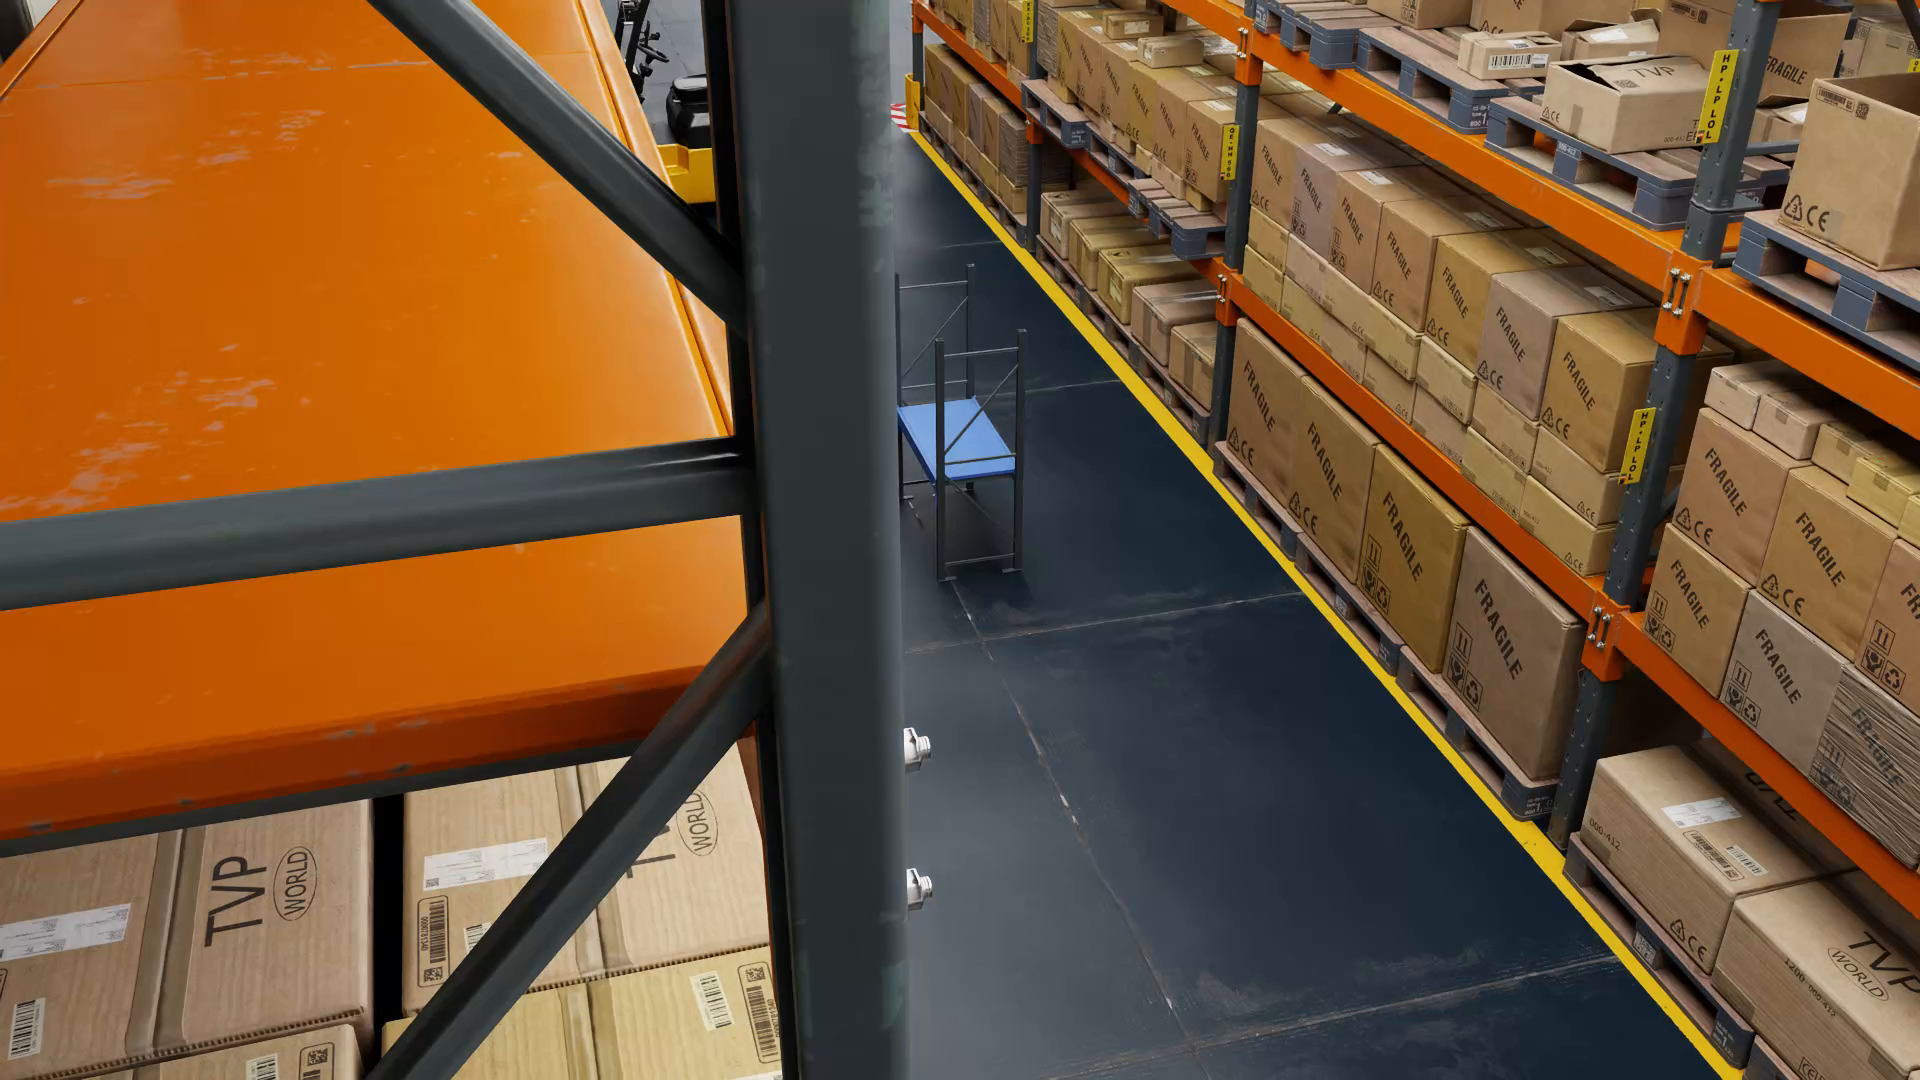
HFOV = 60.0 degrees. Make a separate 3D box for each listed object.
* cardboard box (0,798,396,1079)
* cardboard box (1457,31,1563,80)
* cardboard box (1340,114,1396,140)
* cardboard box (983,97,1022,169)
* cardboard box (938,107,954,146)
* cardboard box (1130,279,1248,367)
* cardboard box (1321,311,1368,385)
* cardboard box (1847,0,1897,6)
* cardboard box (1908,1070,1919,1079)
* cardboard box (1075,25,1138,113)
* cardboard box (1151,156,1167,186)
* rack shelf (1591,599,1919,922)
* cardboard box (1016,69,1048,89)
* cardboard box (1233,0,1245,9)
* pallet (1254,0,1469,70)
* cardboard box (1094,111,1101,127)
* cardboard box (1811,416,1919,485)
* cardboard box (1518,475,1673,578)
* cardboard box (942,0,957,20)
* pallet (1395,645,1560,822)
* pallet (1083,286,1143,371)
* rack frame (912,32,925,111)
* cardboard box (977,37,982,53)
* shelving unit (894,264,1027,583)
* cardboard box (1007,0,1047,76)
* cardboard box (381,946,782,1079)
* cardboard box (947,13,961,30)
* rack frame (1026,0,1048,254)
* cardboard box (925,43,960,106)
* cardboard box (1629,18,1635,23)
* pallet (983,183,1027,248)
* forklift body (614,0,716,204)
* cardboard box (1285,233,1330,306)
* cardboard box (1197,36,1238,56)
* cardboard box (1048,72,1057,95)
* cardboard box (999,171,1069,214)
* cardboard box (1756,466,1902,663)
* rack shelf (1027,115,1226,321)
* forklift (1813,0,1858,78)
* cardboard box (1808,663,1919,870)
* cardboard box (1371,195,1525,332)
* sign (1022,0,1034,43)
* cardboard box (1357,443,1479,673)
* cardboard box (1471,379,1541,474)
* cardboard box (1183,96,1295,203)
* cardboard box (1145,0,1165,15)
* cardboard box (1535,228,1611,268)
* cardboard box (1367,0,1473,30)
[{"bbox_3d":[-1.059,0.609,2.295,0.500,0.250,0.500,-9,31,-15],"label":"cardboard box"},{"bbox_3d":[2.542,-2.250,7.694,0.380,0.166,0.250,-5,30,-9],"label":"cardboard box"},{"bbox_3d":[2.516,-2.171,9.639,0.500,0.500,0.500,-9,31,-15],"label":"cardboard box"},{"bbox_3d":[0.512,-3.653,14.876,0.500,0.500,0.500,-7,31,-12],"label":"cardboard box"},{"bbox_3d":[0.079,-4.091,16.381,0.500,0.250,0.500,-7,31,-11],"label":"cardboard box"},{"bbox_3d":[1.783,-1.584,11.927,0.950,0.372,0.625,-8,31,-14],"label":"cardboard box"},{"bbox_3d":[2.301,-1.075,8.994,0.500,0.250,0.500,-7,31,-12],"label":"cardboard box"},{"bbox_3d":[6.489,-3.802,12.458,0.700,0.500,0.500,-8,31,-14],"label":"cardboard box"},{"bbox_3d":[3.727,2.135,5.437,0.875,0.438,0.875,-7,31,-12],"label":"cardboard box"},{"bbox_3d":[1.164,-3.448,12.128,0.500,0.500,0.500,-8,31,-14],"label":"cardboard box"},{"bbox_3d":[1.503,-2.468,11.082,0.380,0.149,0.250,-9,31,-16],"label":"cardboard box"},{"bbox_3d":[3.719,1.300,5.460,1.077,0.370,4.000,-8,31,-13],"label":"rack shelf"},{"bbox_3d":[0.686,-3.848,13.885,0.380,0.149,0.250,-8,31,-14],"label":"cardboard box"},{"bbox_3d":[1.840,-3.223,9.812,0.380,0.149,0.250,-8,31,-13],"label":"cardboard box"},{"bbox_3d":[2.349,-2.822,9.057,1.213,0.211,1.003,-6,31,-11],"label":"pallet"},{"bbox_3d":[1.205,-3.108,12.187,0.380,0.149,0.250,-8,31,-13],"label":"cardboard box"},{"bbox_3d":[3.214,-0.308,5.773,0.380,0.149,0.250,-8,31,-14],"label":"cardboard box"},{"bbox_3d":[2.826,-0.096,7.302,0.500,0.250,0.500,-9,31,-14],"label":"cardboard box"},{"bbox_3d":[0.138,-5.184,15.547,0.500,0.500,0.500,-8,31,-14],"label":"cardboard box"},{"bbox_3d":[2.911,0.866,8.273,1.003,0.211,1.213,-8,31,-13],"label":"pallet"},{"bbox_3d":[1.600,-1.669,12.653,1.003,0.211,1.213,-8,31,-13],"label":"pallet"},{"bbox_3d":[0.003,-5.774,16.962,1.000,3.000,0.127,-8,31,-13],"label":"rack frame"},{"bbox_3d":[0.374,-4.465,14.952,0.380,0.149,0.250,-8,31,-14],"label":"cardboard box"},{"bbox_3d":[-0.023,-0.690,9.677,0.538,1.500,1.048,-8,31,-13],"label":"shelving unit"},{"bbox_3d":[0.707,-4.195,13.838,0.500,0.500,0.500,-9,31,-15],"label":"cardboard box"},{"bbox_3d":[-0.410,0.790,1.982,0.500,0.250,0.500,-8,31,-14],"label":"cardboard box"},{"bbox_3d":[0.091,-4.965,15.816,0.380,0.149,0.250,-7,31,-12],"label":"cardboard box"},{"bbox_3d":[1.065,-3.842,13.624,1.000,3.000,0.127,-8,31,-13],"label":"rack frame"},{"bbox_3d":[-0.043,-4.652,16.601,0.500,0.500,0.500,-9,31,-15],"label":"cardboard box"},{"bbox_3d":[5.825,-4.058,13.898,0.500,0.500,0.500,-8,31,-13],"label":"cardboard box"},{"bbox_3d":[0.852,-2.954,14.875,1.003,0.211,1.213,-8,31,-13],"label":"pallet"},{"bbox_3d":[-2.519,-4.071,14.868,2.313,2.155,1.214,-8,31,-13],"label":"forklift body"},{"bbox_3d":[2.159,-1.534,9.287,0.500,0.250,0.500,-7,31,-12],"label":"cardboard box"},{"bbox_3d":[1.812,-3.260,11.804,0.500,0.500,0.500,-9,31,-15],"label":"cardboard box"},{"bbox_3d":[0.907,-3.606,13.048,0.380,0.149,0.250,-7,31,-13],"label":"cardboard box"},{"bbox_3d":[0.649,-3.083,14.639,0.500,0.250,0.500,-6,31,-11],"label":"cardboard box"},{"bbox_3d":[3.209,0.053,5.797,0.500,0.500,0.500,-8,31,-14],"label":"cardboard box"},{"bbox_3d":[1.596,-2.564,12.135,1.077,0.370,4.000,-8,31,-13],"label":"rack shelf"},{"bbox_3d":[4.941,-2.296,11.022,1.130,2.935,3.031,7,31,12],"label":"forklift"},{"bbox_3d":[3.316,0.725,5.634,0.500,0.500,0.500,-8,31,-13],"label":"cardboard box"},{"bbox_3d":[2.416,-1.381,8.274,0.500,0.500,0.500,-7,31,-12],"label":"cardboard box"},{"bbox_3d":[0.544,-4.140,13.276,0.100,0.325,0.005,-8,31,-13],"label":"sign"},{"bbox_3d":[2.699,0.036,8.626,0.875,0.875,0.875,-7,31,-12],"label":"cardboard box"},{"bbox_3d":[2.697,-0.550,7.588,0.500,0.250,0.500,-7,31,-12],"label":"cardboard box"},{"bbox_3d":[1.738,-2.446,10.397,0.500,0.500,0.500,-9,31,-15],"label":"cardboard box"},{"bbox_3d":[1.601,-3.952,12.351,0.380,0.149,0.250,-9,31,-15],"label":"cardboard box"},{"bbox_3d":[3.056,-1.189,7.943,0.500,0.500,0.500,-9,31,-15],"label":"cardboard box"},{"bbox_3d":[2.572,-2.980,8.622,0.700,0.500,0.500,-9,31,-16],"label":"cardboard box"}]
